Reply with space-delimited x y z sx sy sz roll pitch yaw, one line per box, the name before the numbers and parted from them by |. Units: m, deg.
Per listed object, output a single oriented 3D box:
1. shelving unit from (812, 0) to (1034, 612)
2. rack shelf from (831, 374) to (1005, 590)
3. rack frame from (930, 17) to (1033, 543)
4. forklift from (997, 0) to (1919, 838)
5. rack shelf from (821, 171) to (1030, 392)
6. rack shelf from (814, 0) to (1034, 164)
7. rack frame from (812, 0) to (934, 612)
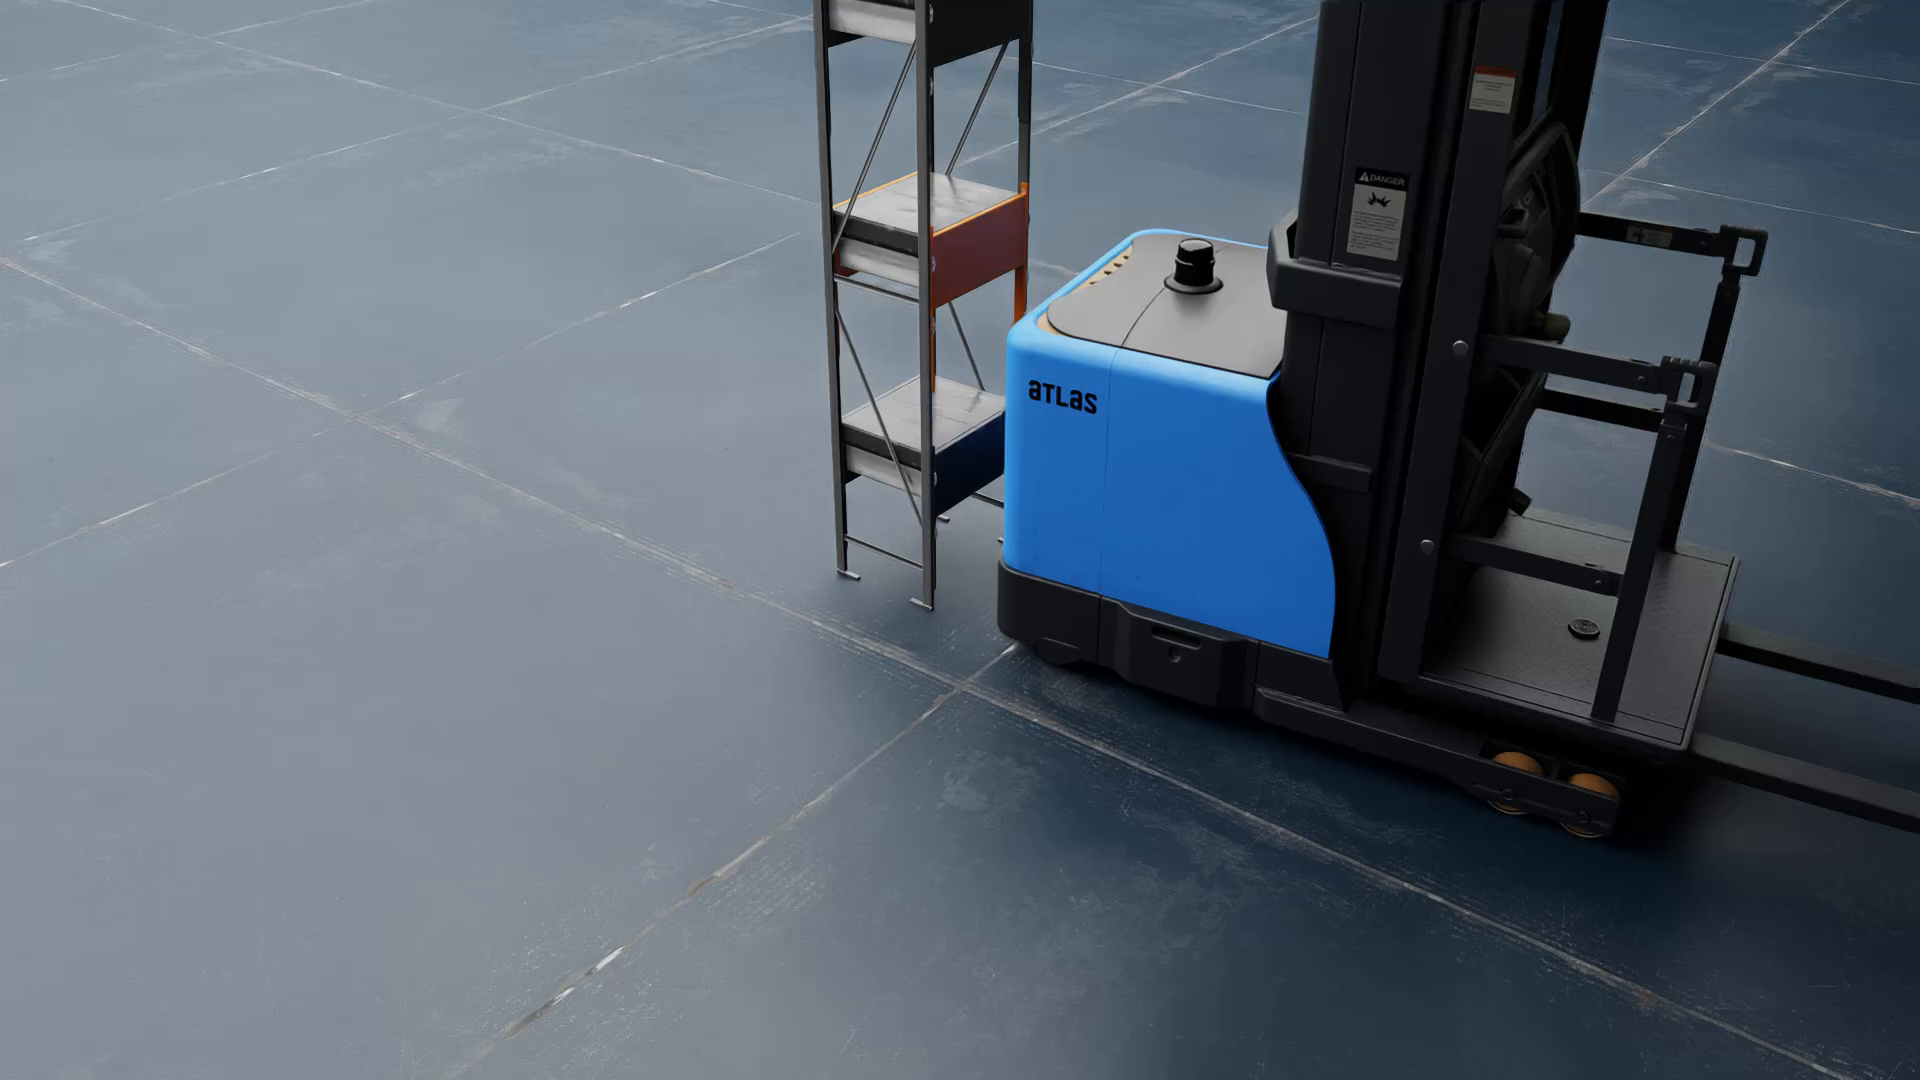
shelving unit | -0.100 -0.836 5.101 0.431 2.100 0.503 21 37 31
rack shelf | -0.100 -0.222 5.465 0.431 0.518 0.480 21 37 31
rack frame | 0.047 -0.935 5.269 0.400 2.100 0.015 21 37 31
forklift | 1.658 -0.782 4.194 3.031 2.935 1.130 16 34 24
rack shelf | -0.100 -0.824 5.108 0.431 0.518 0.480 21 37 31
rack shelf | -0.100 -1.426 4.751 0.431 0.518 0.480 21 37 31
rack frame | -0.247 -0.737 4.934 0.400 2.100 0.015 21 37 31
